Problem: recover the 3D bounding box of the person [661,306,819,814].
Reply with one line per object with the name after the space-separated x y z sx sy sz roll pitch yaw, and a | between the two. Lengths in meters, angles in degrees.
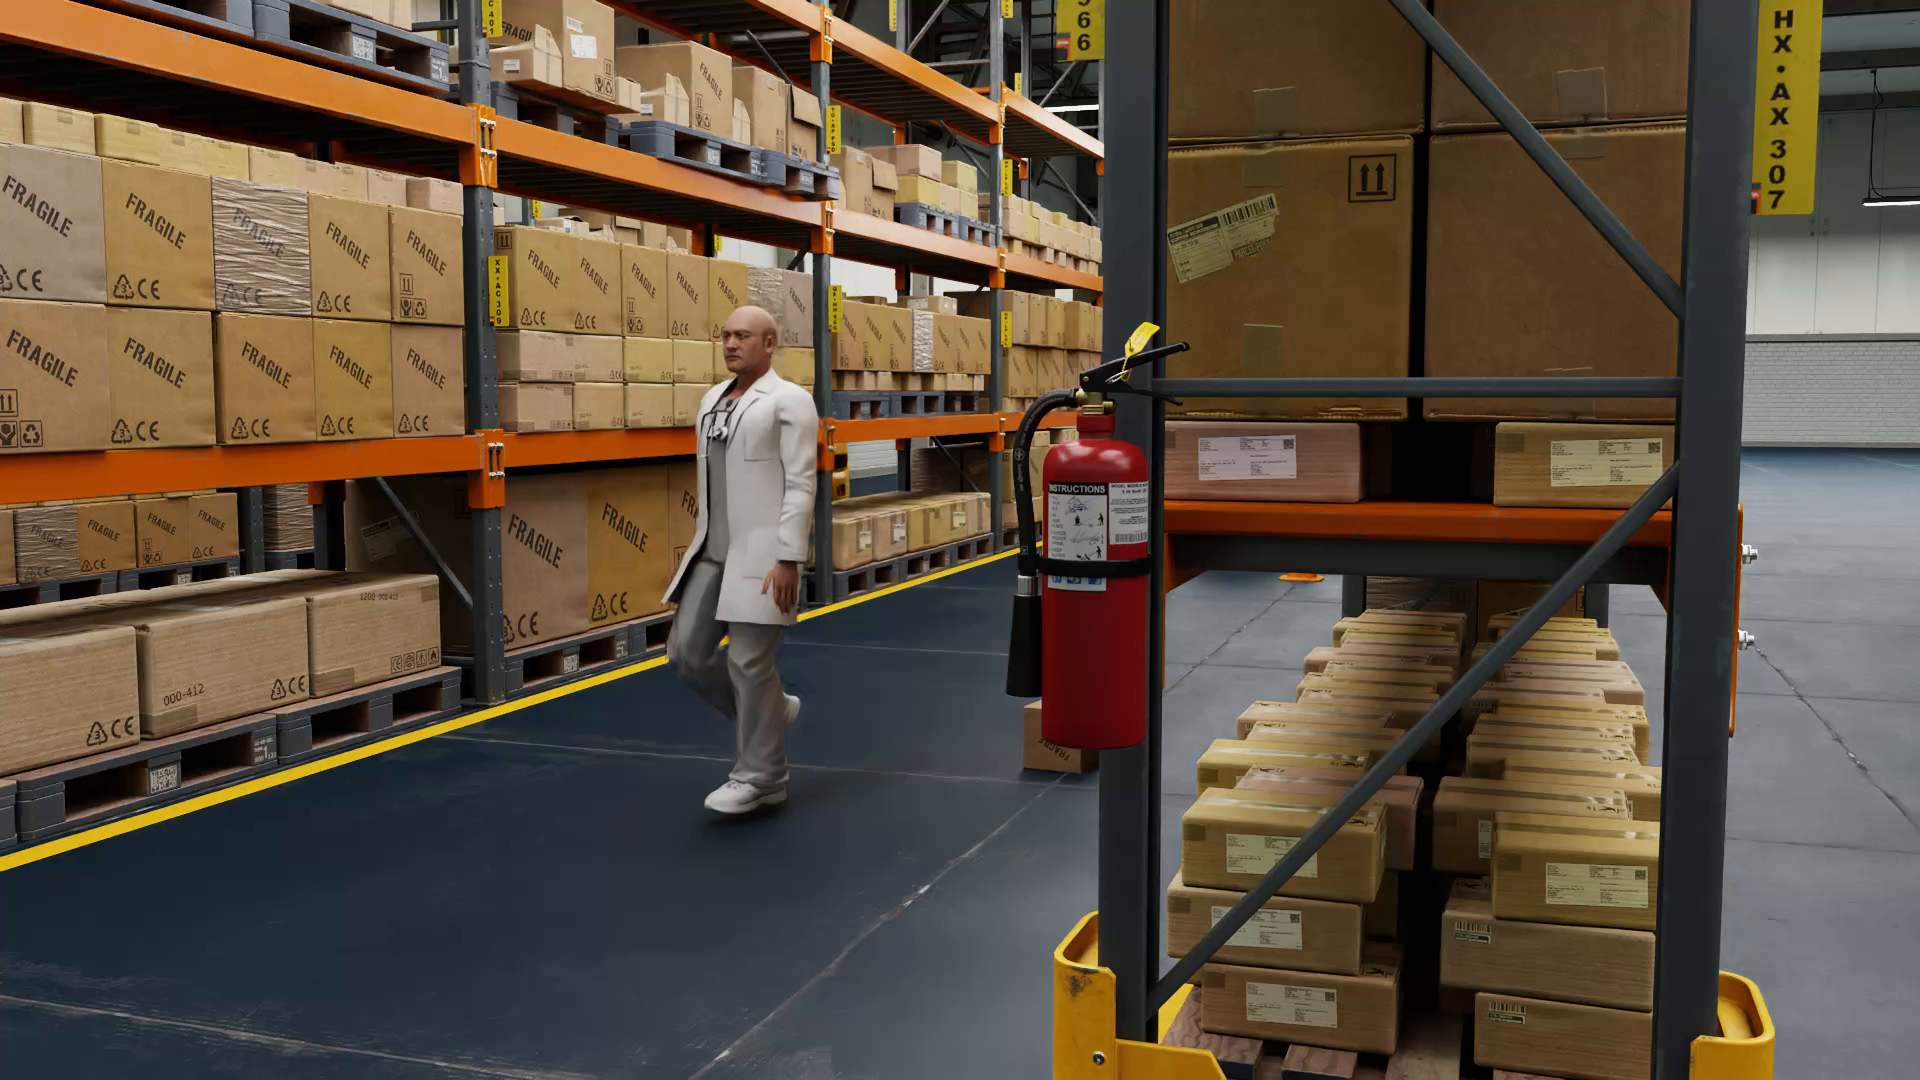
-0.740 0.058 5.927 0.608 1.768 0.577 4 7 39 | person
